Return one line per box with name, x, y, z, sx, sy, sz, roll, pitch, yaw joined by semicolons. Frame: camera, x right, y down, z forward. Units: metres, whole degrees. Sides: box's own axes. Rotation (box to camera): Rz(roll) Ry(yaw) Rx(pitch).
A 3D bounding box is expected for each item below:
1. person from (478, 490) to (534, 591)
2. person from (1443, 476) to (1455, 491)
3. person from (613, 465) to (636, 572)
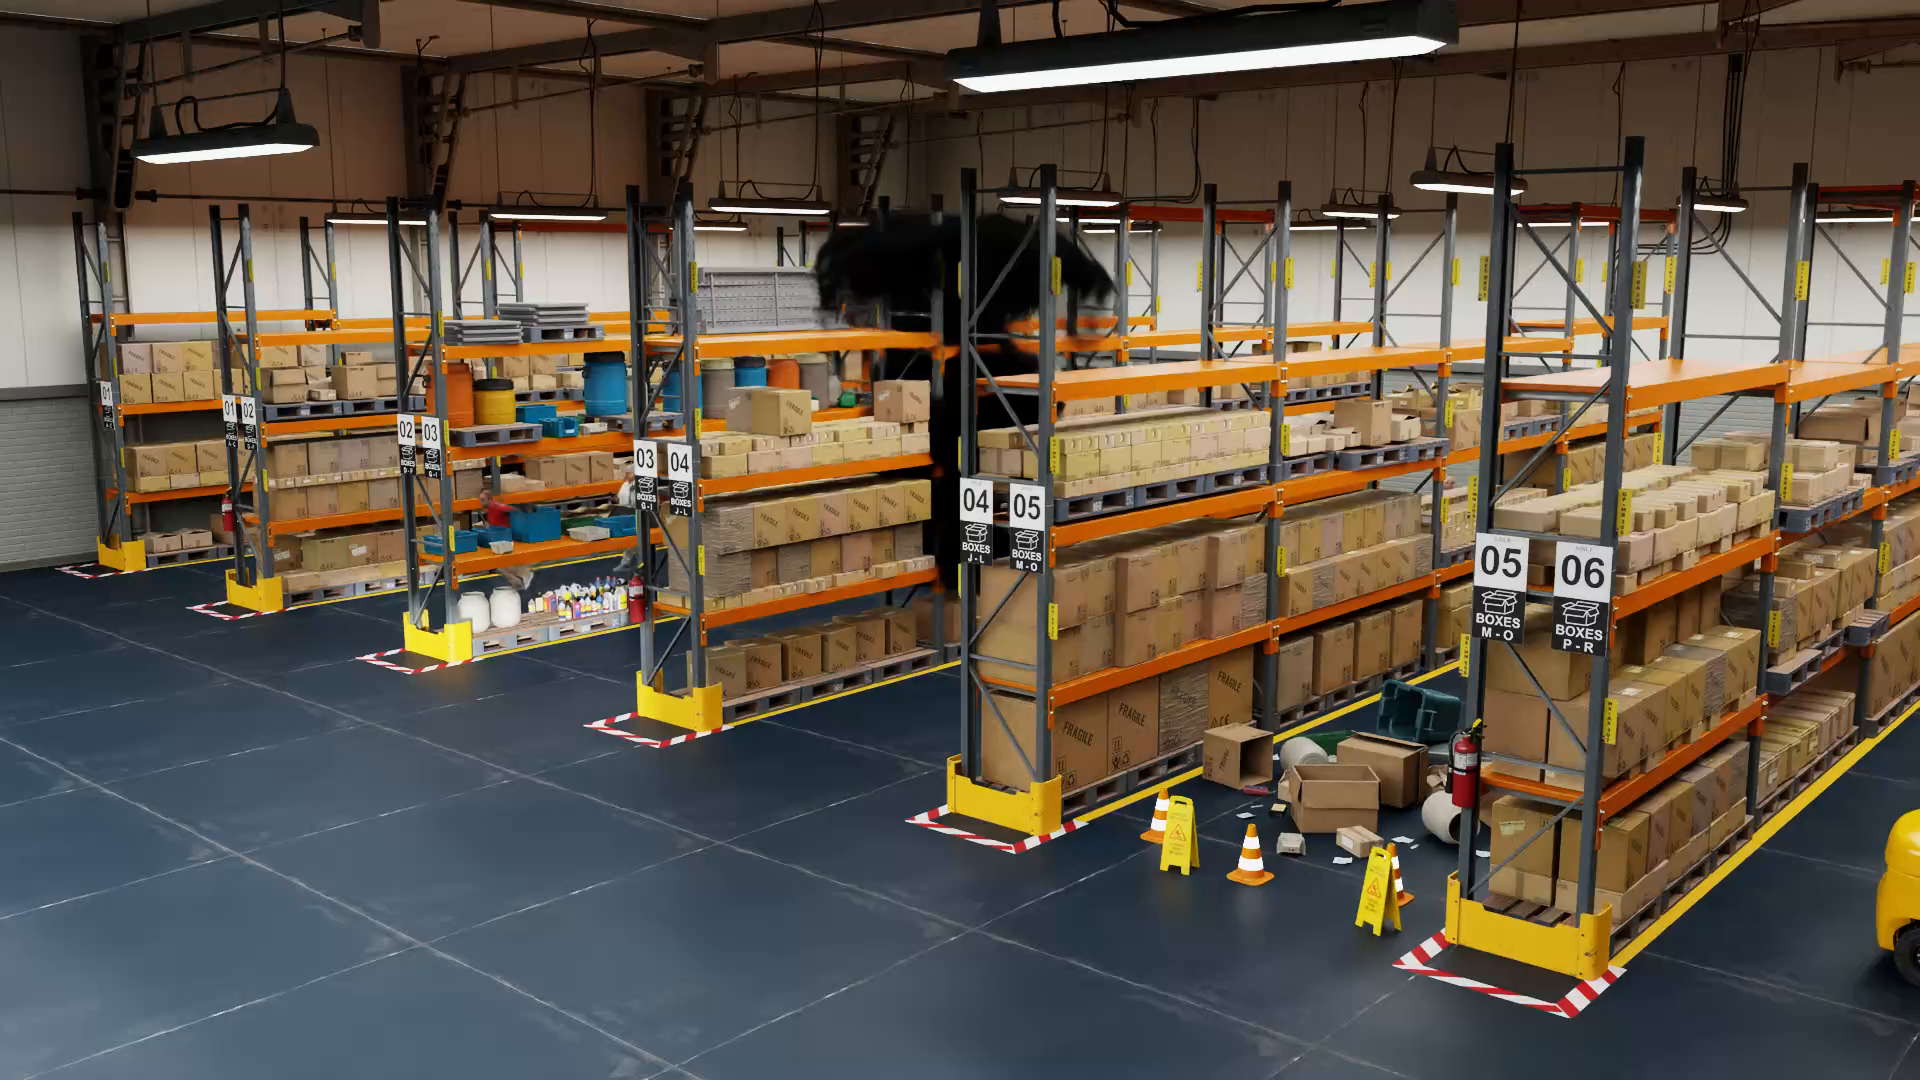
person;-6.747;0.033;24.726;0.788;1.602;0.676;-9;13;-42
person;7.872;-0.129;26.692;0.960;1.801;0.731;-8;12;-38
person;-5.231;-0.342;26.555;0.607;1.709;0.880;9;13;43
